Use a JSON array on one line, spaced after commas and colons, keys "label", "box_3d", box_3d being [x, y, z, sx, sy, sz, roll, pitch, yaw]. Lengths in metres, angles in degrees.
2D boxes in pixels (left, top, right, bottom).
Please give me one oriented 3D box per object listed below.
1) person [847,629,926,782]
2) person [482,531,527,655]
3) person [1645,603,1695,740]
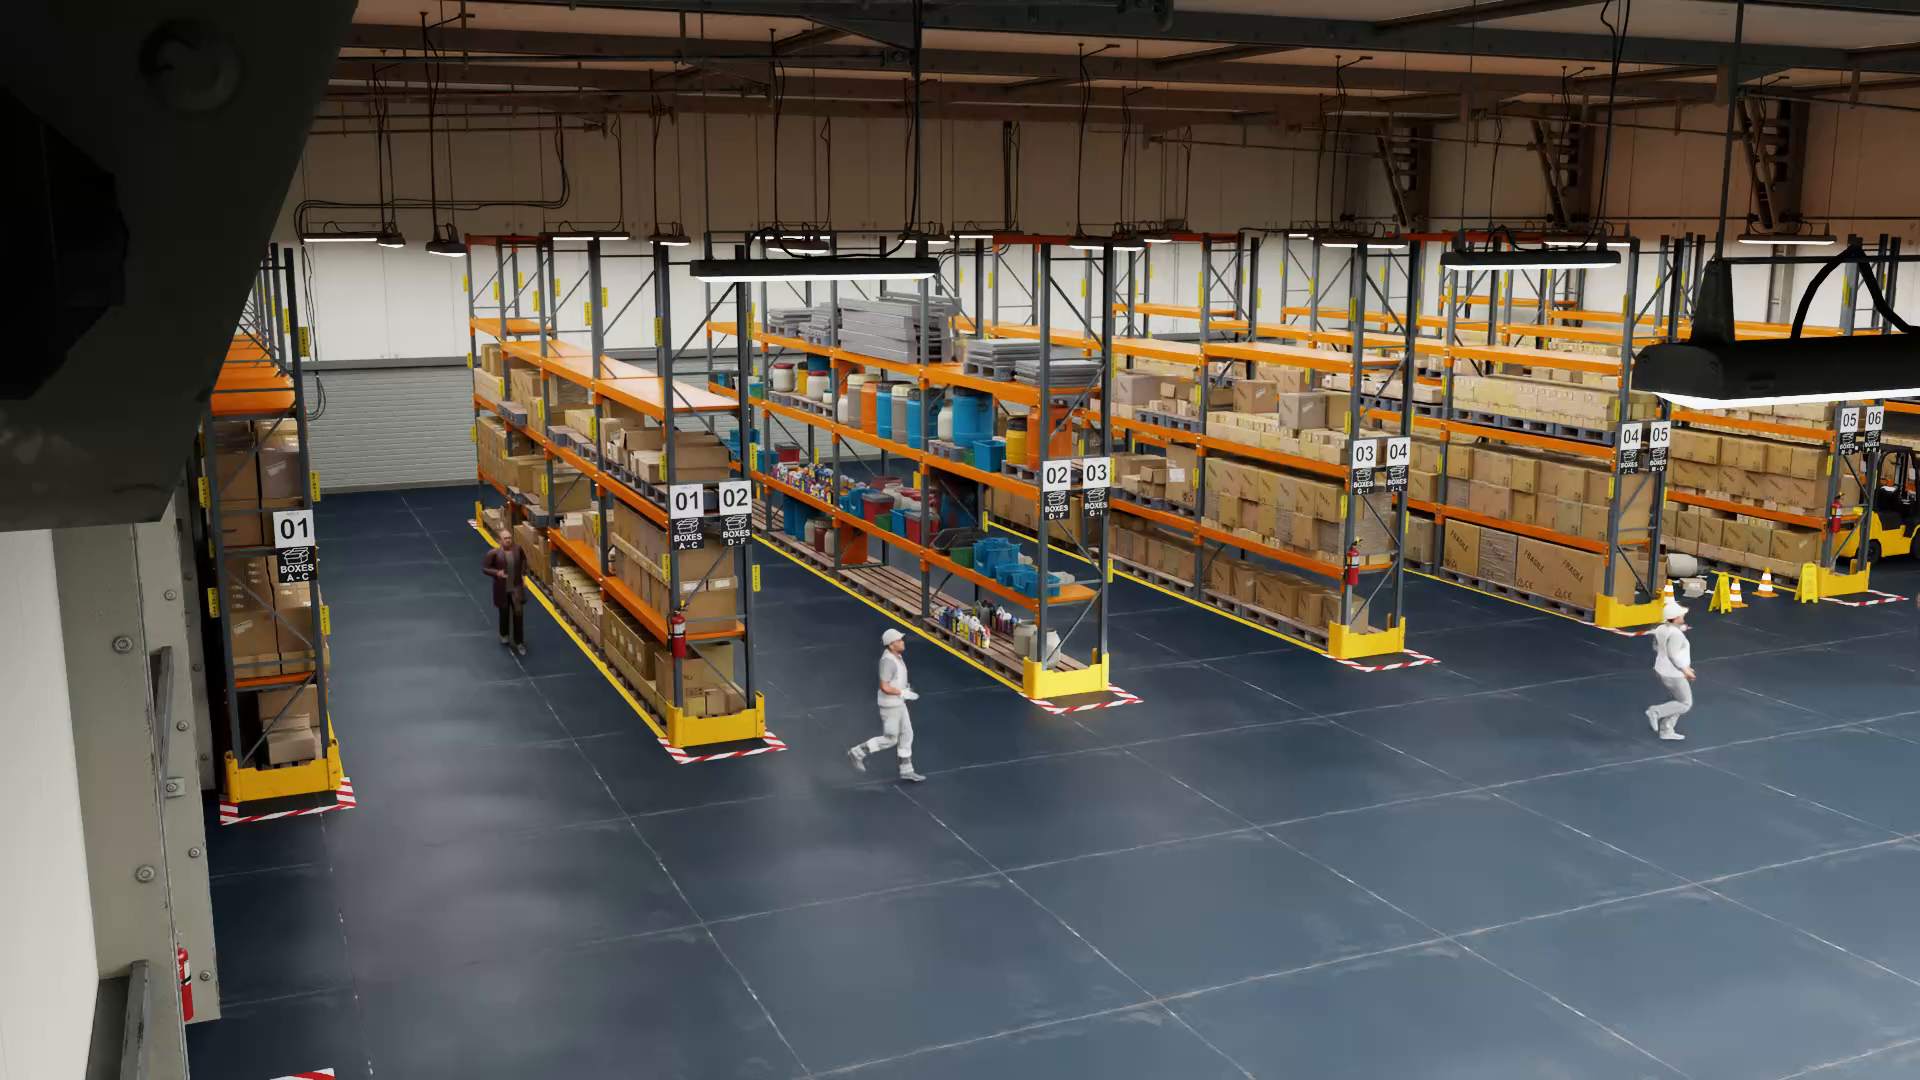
[{"label": "person", "box_3d": [-0.825, 1.871, 18.885, 0.886, 1.781, 0.664, 1, 11, 7]}, {"label": "person", "box_3d": [-6.700, 0.762, 24.579, 0.684, 1.843, 0.863, -5, 12, -24]}, {"label": "person", "box_3d": [8.663, 1.612, 20.321, 0.586, 1.729, 0.659, 0, 11, 0]}]
